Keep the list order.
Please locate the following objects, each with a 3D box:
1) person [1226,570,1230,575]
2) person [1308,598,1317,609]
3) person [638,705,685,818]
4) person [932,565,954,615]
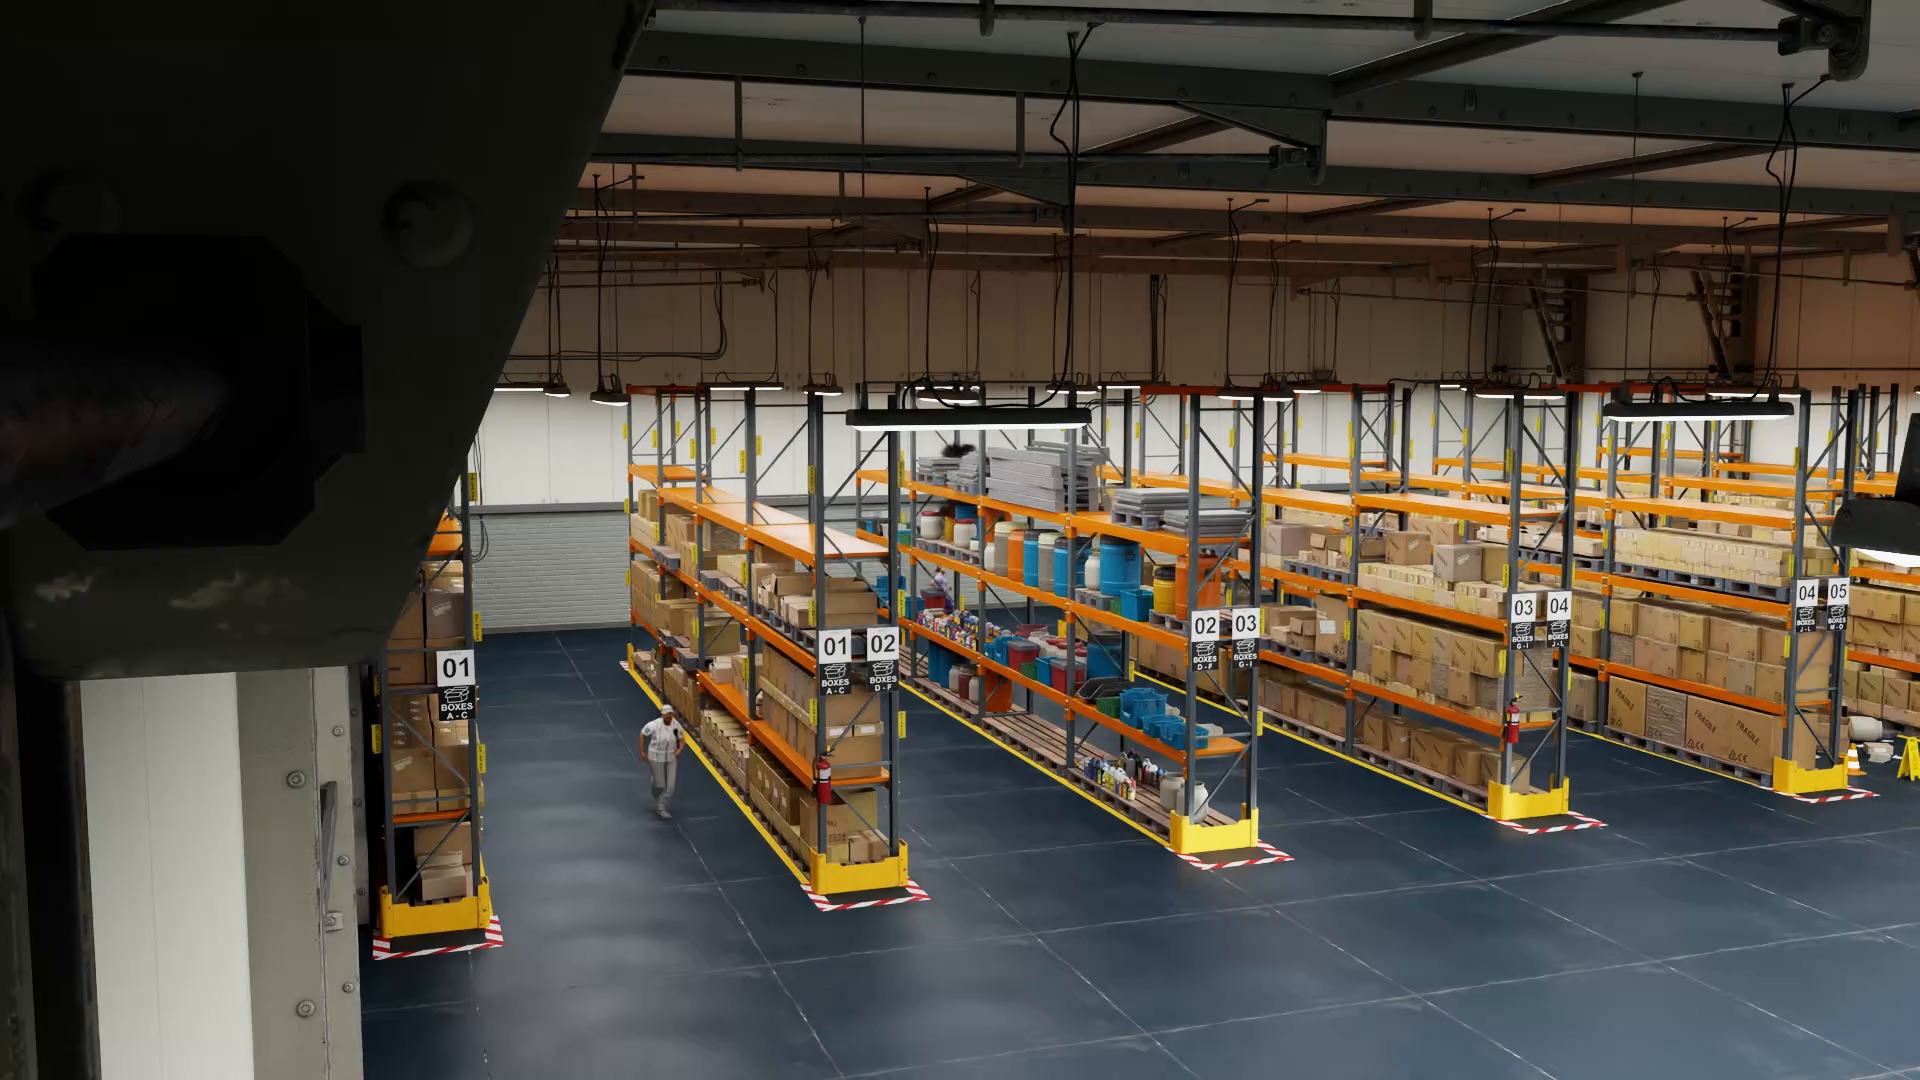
[{"bbox_3d":[6.197,1.547,38.479,0.552,1.741,0.843,-2,6,-20],"label":"person"},{"bbox_3d":[9.152,1.071,42.665,0.695,1.739,0.652,-5,8,-40],"label":"person"},{"bbox_3d":[-4.204,3.121,23.549,0.644,1.624,0.646,-3,7,-26],"label":"person"},{"bbox_3d":[-0.418,1.390,40.070,0.637,1.605,0.583,-1,6,-7],"label":"person"}]
